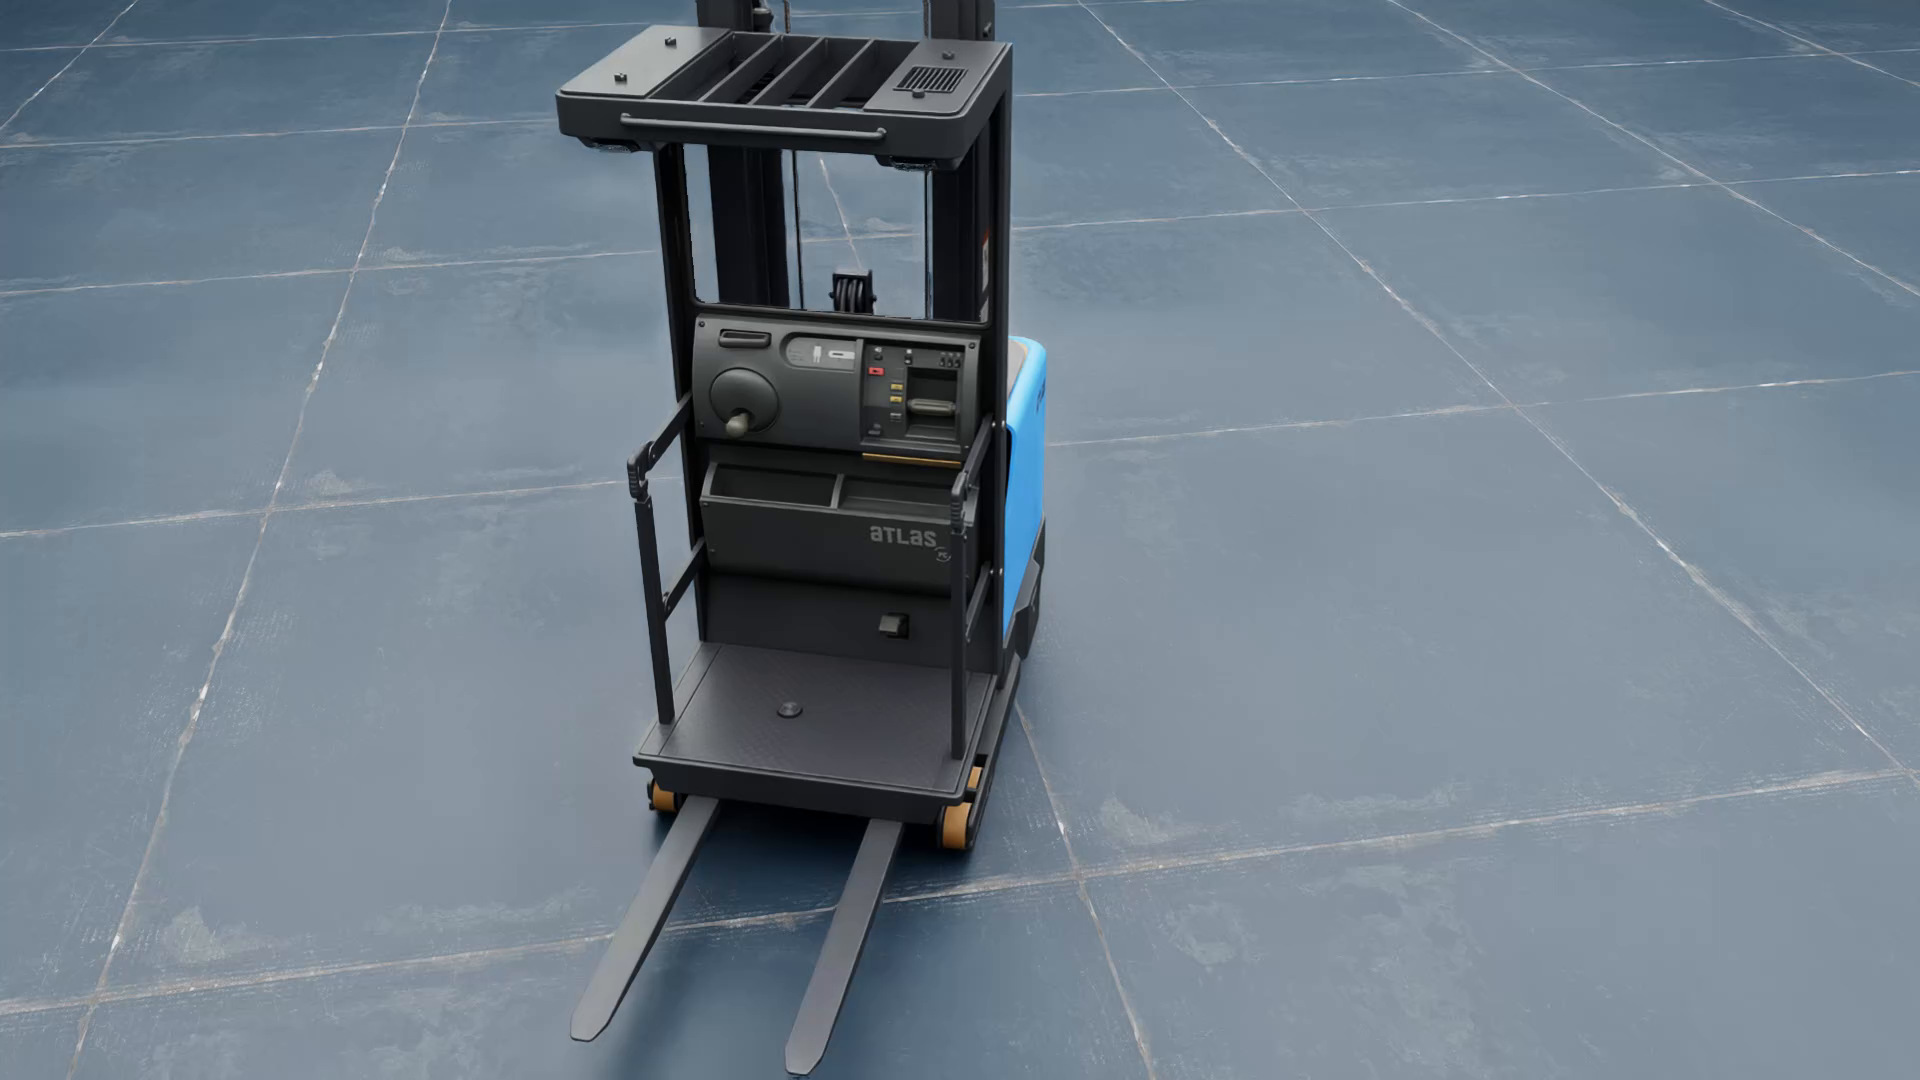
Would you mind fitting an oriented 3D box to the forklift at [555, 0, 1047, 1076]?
[{"bbox_3d":[-0.439,-0.440,5.107,1.130,2.935,3.031,6,31,10],"label":"forklift"}]

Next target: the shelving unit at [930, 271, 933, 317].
[{"bbox_3d":[-0.011,-0.522,6.954,0.189,1.200,0.258,-5,31,-8],"label":"shelving unit"}]

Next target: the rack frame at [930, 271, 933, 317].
[{"bbox_3d":[-0.102,-0.515,6.942,0.006,1.200,0.240,-5,31,-8],"label":"rack frame"}]
